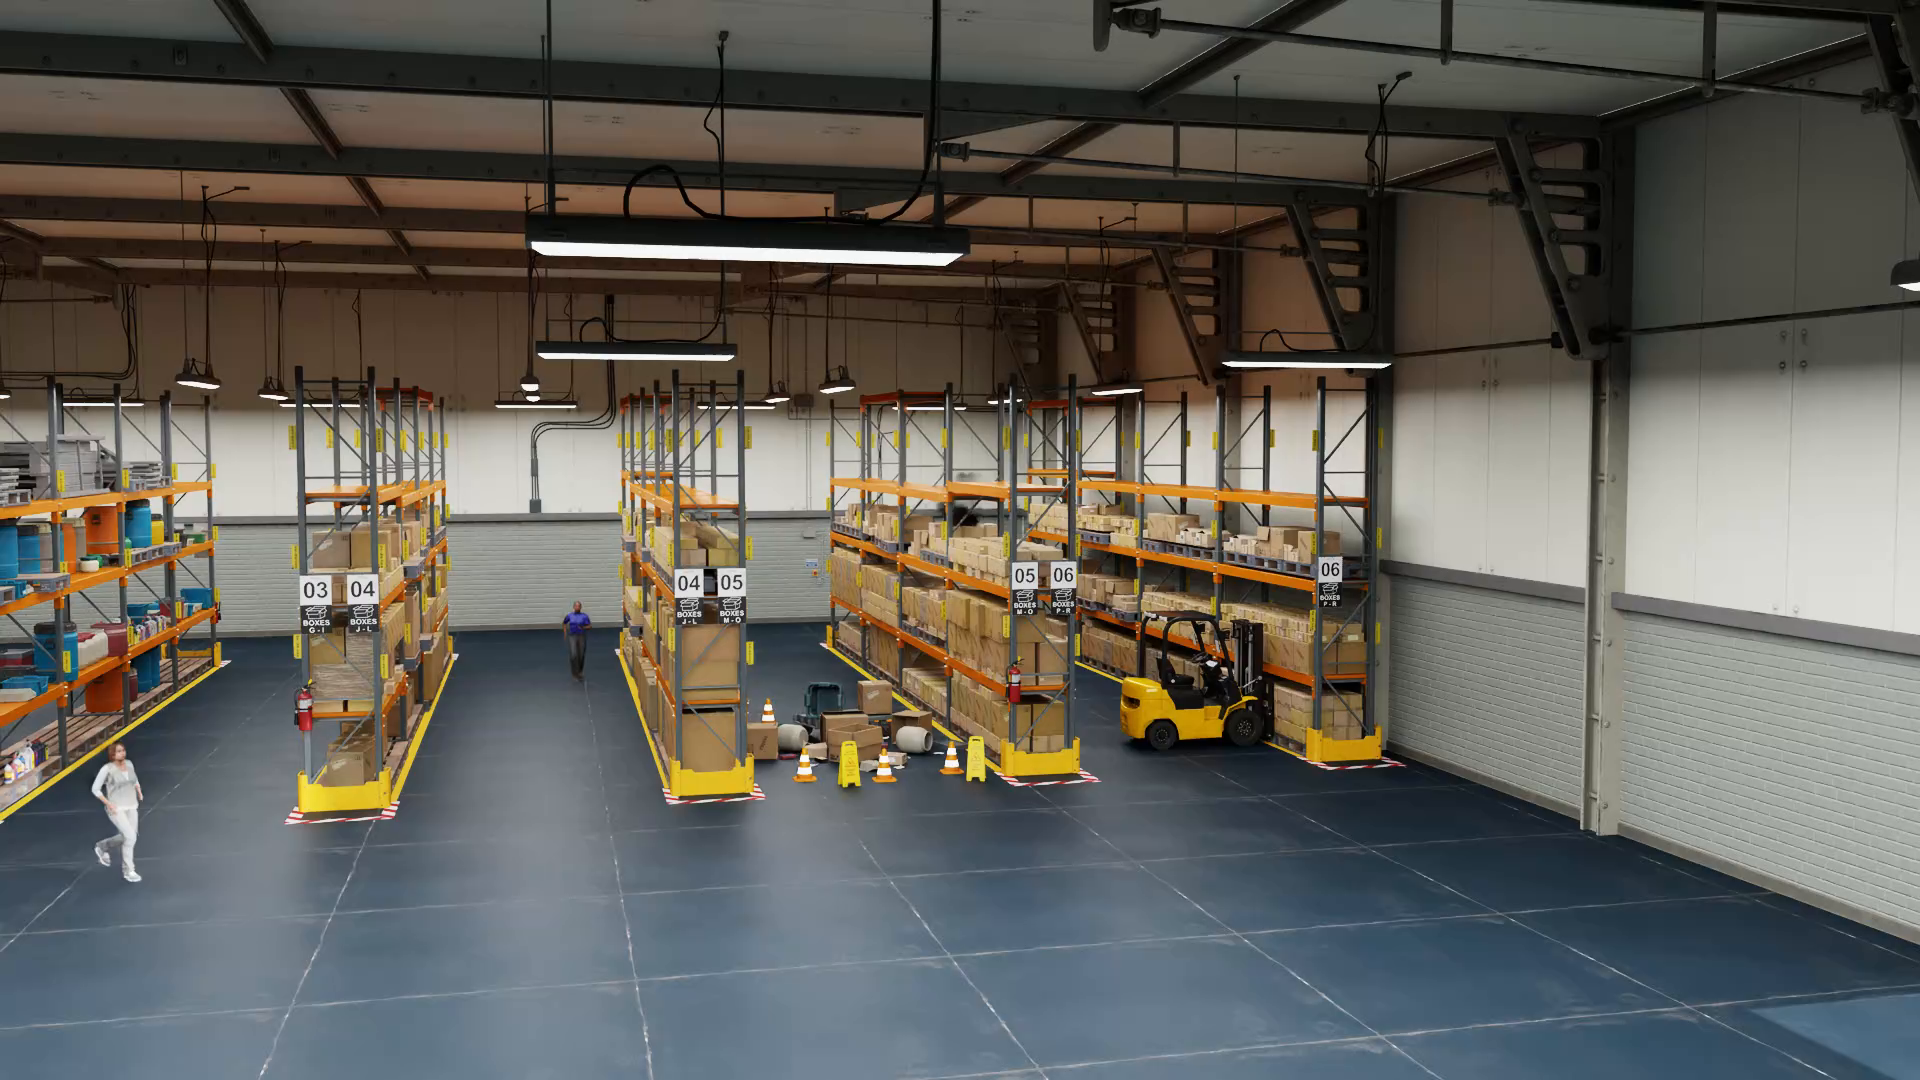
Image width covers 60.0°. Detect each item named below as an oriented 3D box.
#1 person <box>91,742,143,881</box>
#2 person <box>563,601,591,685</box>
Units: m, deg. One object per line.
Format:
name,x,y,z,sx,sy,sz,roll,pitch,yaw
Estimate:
person,-9.637,3.100,19.017,0.669,1.569,0.534,1,4,23
person,-7.933,2.102,34.483,0.562,1.682,0.867,-1,4,-18
